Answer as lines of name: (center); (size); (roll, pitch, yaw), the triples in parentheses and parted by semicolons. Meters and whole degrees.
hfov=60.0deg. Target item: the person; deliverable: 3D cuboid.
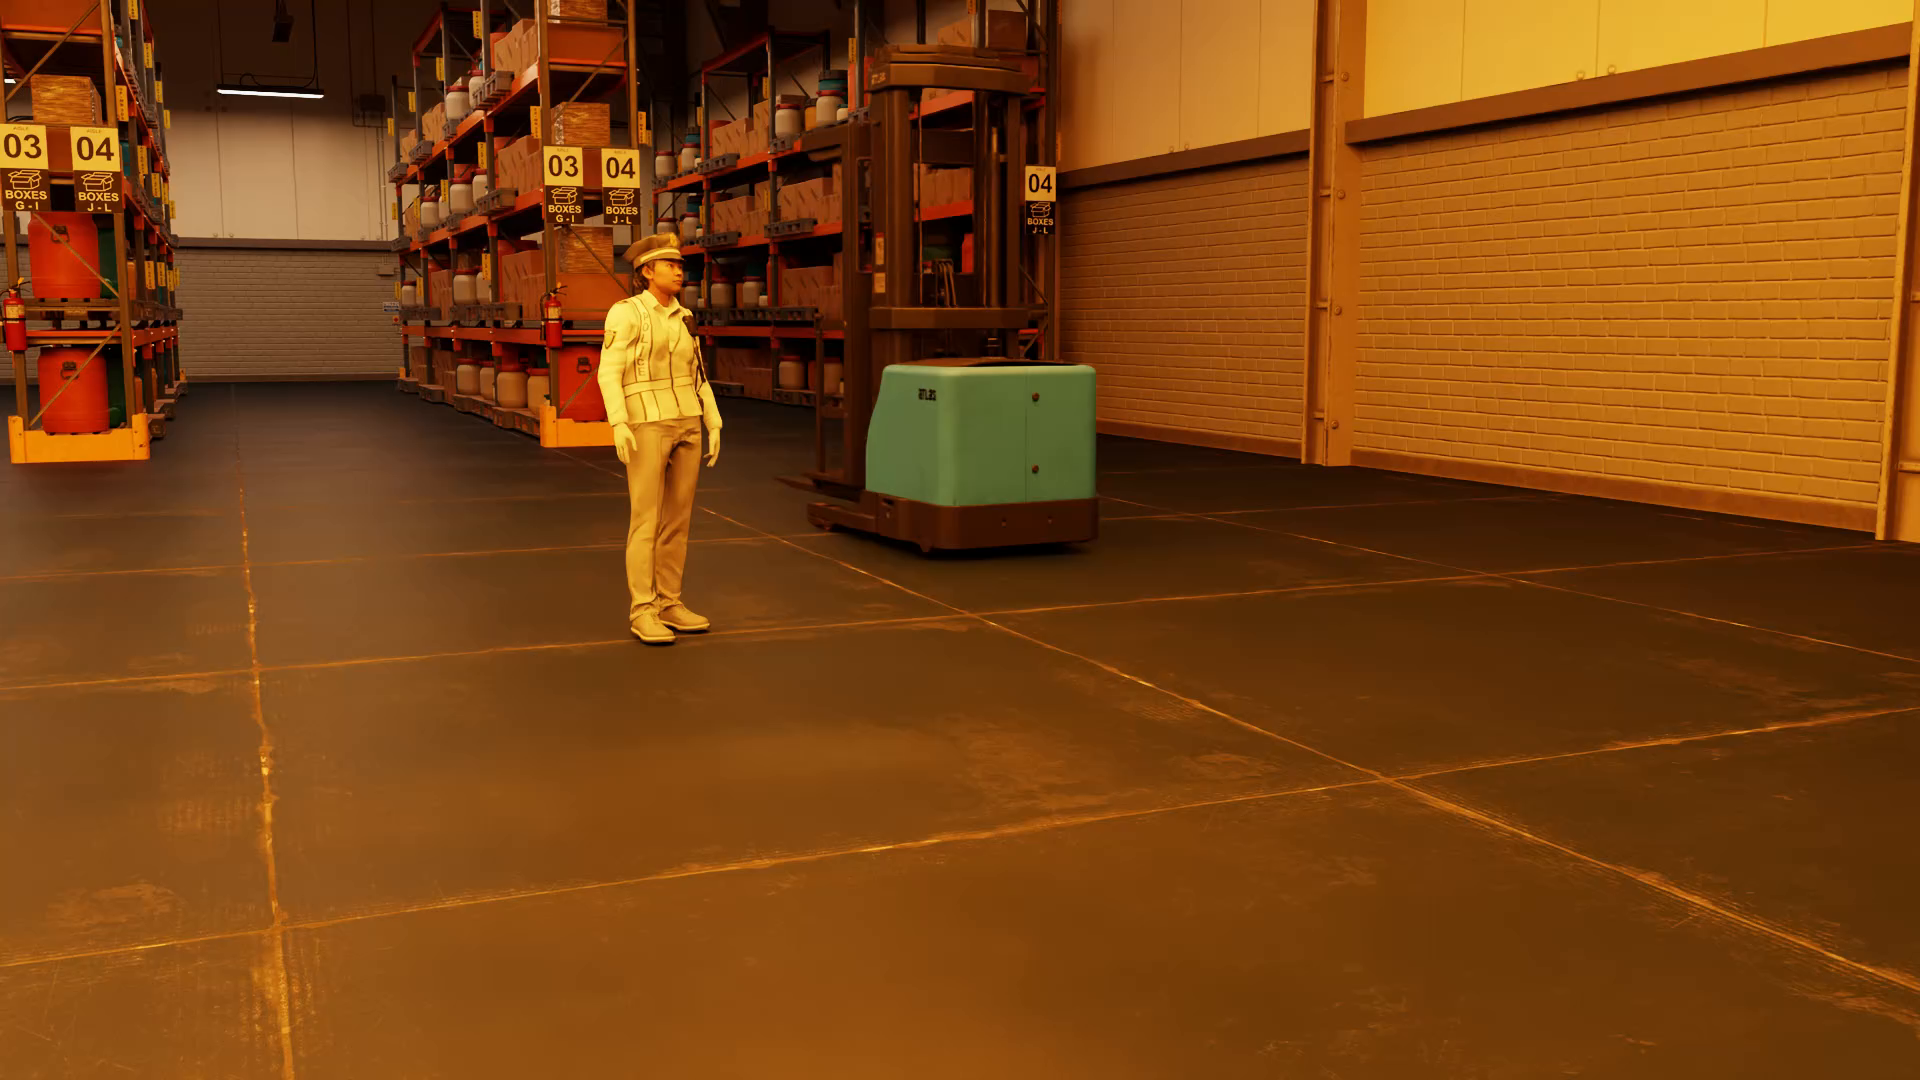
person: (-1.226, -0.457, 7.081); (0.530, 1.694, 0.588); (7, 10, 42)

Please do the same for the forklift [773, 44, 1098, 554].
forklift: (-0.333, -1.531, 10.551); (1.130, 2.935, 3.031); (-4, 8, -28)
